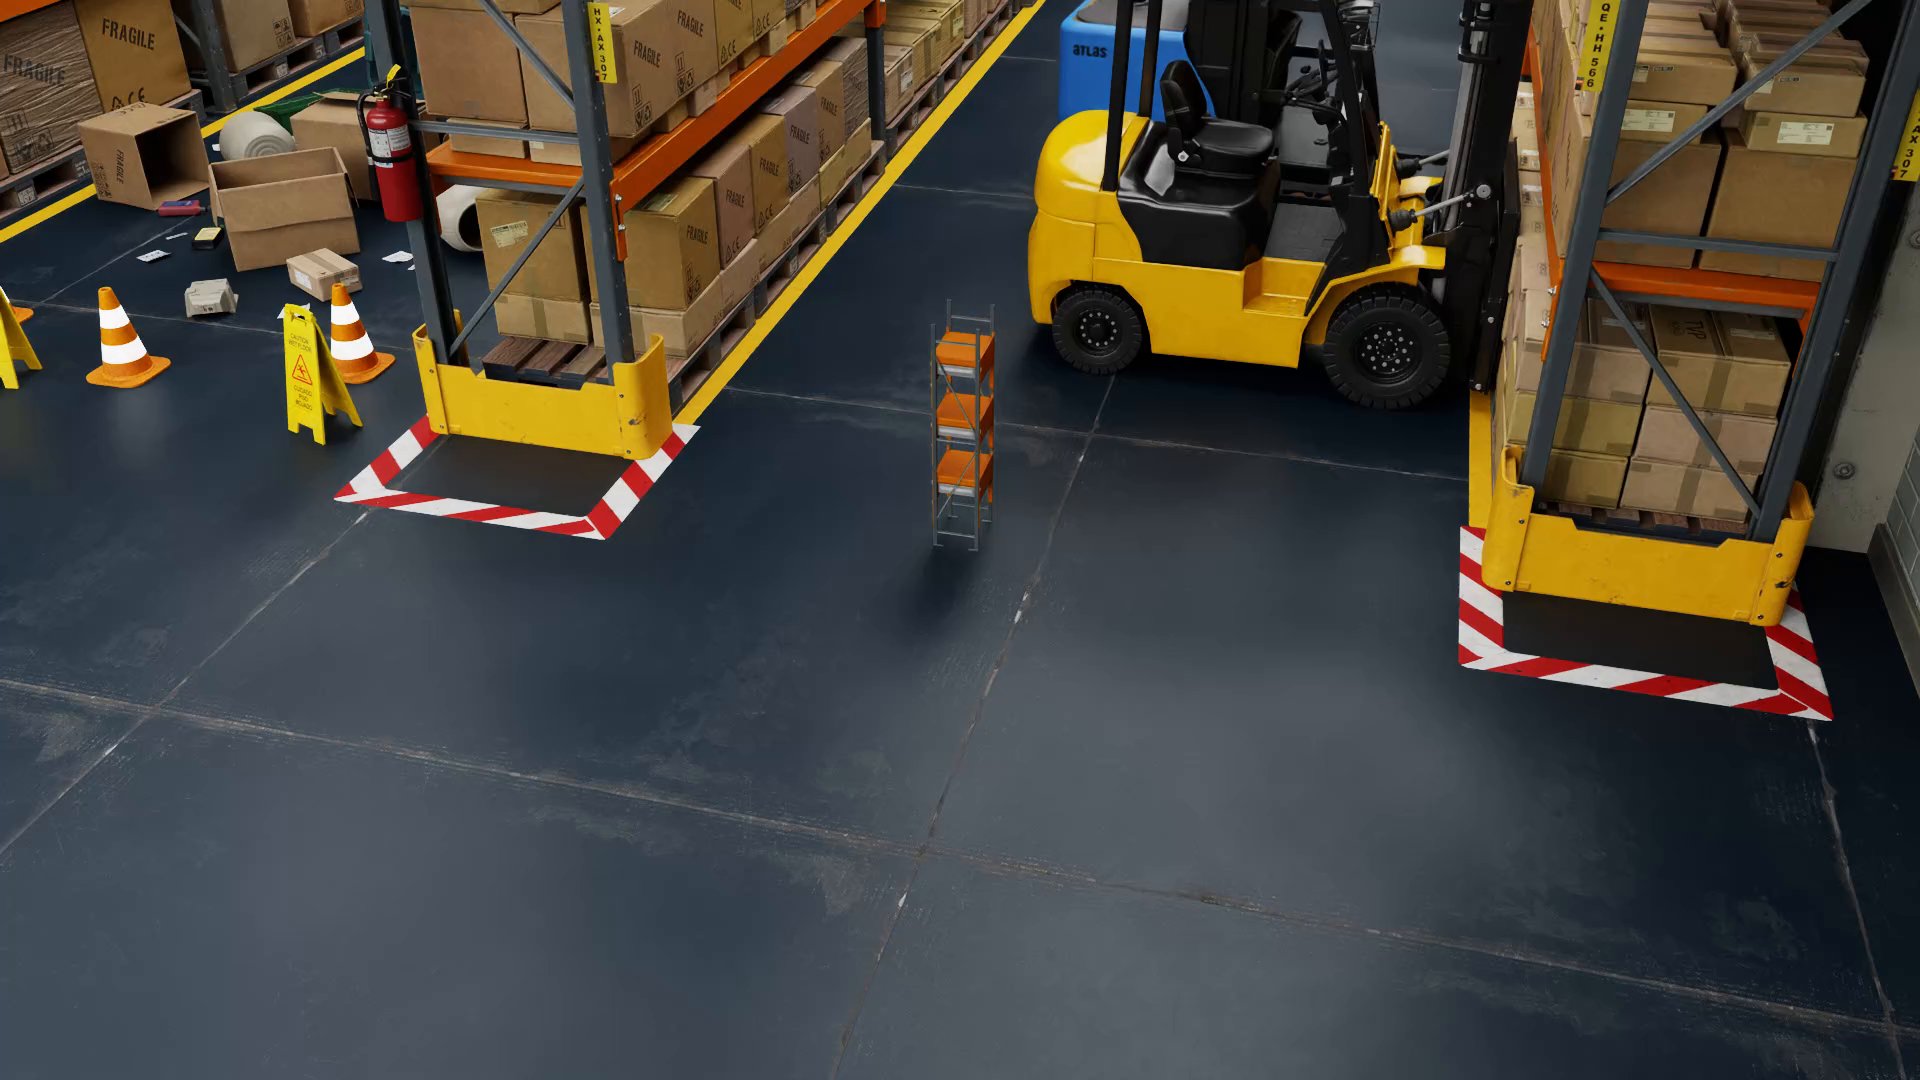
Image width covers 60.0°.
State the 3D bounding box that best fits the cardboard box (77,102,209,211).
[{"bbox_3d":[-5.208,-2.462,10.655,0.500,0.500,0.500,14,35,21],"label":"cardboard box"}]

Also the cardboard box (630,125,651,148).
[{"bbox_3d":[-1.671,-1.939,7.739,0.380,0.149,0.250,9,33,13],"label":"cardboard box"}]

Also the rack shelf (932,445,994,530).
[{"bbox_3d":[0.014,-0.227,7.167,0.215,0.259,0.240,8,33,12],"label":"rack shelf"}]

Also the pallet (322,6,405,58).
[{"bbox_3d":[-5.376,-4.330,13.865,1.003,0.211,1.213,8,33,12],"label":"pallet"}]

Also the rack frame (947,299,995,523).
[{"bbox_3d":[0.045,-0.534,7.112,0.200,1.050,0.008,8,33,12],"label":"rack frame"}]

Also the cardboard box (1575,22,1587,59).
[{"bbox_3d":[2.868,-2.159,7.153,0.380,0.149,0.250,7,33,11],"label":"cardboard box"}]

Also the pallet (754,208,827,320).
[{"bbox_3d":[-1.437,-1.675,9.687,1.003,0.211,1.213,8,33,12],"label":"pallet"}]

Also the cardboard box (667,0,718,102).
[{"bbox_3d":[-1.491,-2.409,7.873,0.500,0.500,0.500,9,34,14],"label":"cardboard box"}]

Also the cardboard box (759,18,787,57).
[{"bbox_3d":[-1.158,-2.731,8.984,0.380,0.149,0.250,8,33,13],"label":"cardboard box"}]

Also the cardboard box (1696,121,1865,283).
[{"bbox_3d":[3.188,-1.352,6.487,0.500,0.500,0.500,9,34,14],"label":"cardboard box"}]

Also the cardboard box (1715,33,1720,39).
[{"bbox_3d":[3.542,-2.339,7.436,0.380,0.149,0.250,8,33,12],"label":"cardboard box"}]

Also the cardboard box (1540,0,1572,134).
[{"bbox_3d":[3.052,-2.220,7.853,0.500,0.500,0.500,8,33,13],"label":"cardboard box"}]

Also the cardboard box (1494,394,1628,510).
[{"bbox_3d":[2.608,-0.394,7.245,0.500,0.250,0.500,8,33,13],"label":"cardboard box"}]

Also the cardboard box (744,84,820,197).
[{"bbox_3d":[-1.139,-2.300,9.545,0.500,0.500,0.500,10,34,15],"label":"cardboard box"}]

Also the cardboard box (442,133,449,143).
[{"bbox_3d":[-3.276,-2.555,11.022,0.258,0.266,0.396,-14,35,-21],"label":"cardboard box"}]

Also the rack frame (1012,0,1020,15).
[{"bbox_3d":[0.022,-5.916,13.759,1.000,3.000,0.127,8,33,12],"label":"rack frame"}]

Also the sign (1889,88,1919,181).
[{"bbox_3d":[3.329,-1.410,5.792,0.100,0.325,0.005,8,33,12],"label":"sign"}]

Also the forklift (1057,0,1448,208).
[{"bbox_3d":[2.186,-3.525,10.063,3.031,2.935,1.130,11,34,16],"label":"forklift"}]

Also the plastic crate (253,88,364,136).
[{"bbox_3d":[-4.583,-3.030,11.788,0.662,0.188,0.450,-28,32,-37],"label":"plastic crate"}]

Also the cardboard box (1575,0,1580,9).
[{"bbox_3d":[2.908,-2.422,7.289,0.380,0.149,0.250,9,33,13],"label":"cardboard box"}]

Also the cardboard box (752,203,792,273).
[{"bbox_3d":[-1.273,-1.711,9.316,0.500,0.250,0.500,10,34,16],"label":"cardboard box"}]

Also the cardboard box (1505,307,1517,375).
[{"bbox_3d":[2.753,-0.872,7.531,0.500,0.250,0.500,8,33,12],"label":"cardboard box"}]

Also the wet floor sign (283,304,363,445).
[{"bbox_3d":[-3.091,-0.818,7.935,0.267,0.644,0.232,20,38,29],"label":"wet floor sign"}]

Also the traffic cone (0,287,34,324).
[{"bbox_3d":[-5.313,-1.397,9.017,0.336,0.463,0.334,8,33,12],"label":"traffic cone"}]

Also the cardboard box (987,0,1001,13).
[{"bbox_3d":[-0.131,-4.692,13.893,0.950,0.372,0.625,6,33,9],"label":"cardboard box"}]

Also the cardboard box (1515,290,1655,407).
[{"bbox_3d":[2.609,-0.810,6.968,0.500,0.250,0.500,9,34,14],"label":"cardboard box"}]

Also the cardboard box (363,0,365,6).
[{"bbox_3d":[-5.252,-5.007,14.036,1.050,0.750,0.750,9,33,13],"label":"cardboard box"}]

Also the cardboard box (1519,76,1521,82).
[{"bbox_3d":[4.135,-3.015,11.019,0.875,0.625,0.625,8,33,12],"label":"cardboard box"}]

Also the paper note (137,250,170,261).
[{"bbox_3d":[-4.792,-1.693,9.886,0.144,0.017,0.142,20,38,29],"label":"paper note"}]

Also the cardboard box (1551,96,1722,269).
[{"bbox_3d":[2.665,-1.424,6.600,0.500,0.500,0.500,7,33,11],"label":"cardboard box"}]

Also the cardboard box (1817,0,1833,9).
[{"bbox_3d":[3.520,-2.336,7.154,0.380,0.149,0.250,7,33,11],"label":"cardboard box"}]

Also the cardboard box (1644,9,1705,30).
[{"bbox_3d":[2.754,-2.018,6.653,0.380,0.149,0.250,9,33,13],"label":"cardboard box"}]

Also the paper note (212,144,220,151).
[{"bbox_3d":[-5.101,-2.736,11.525,0.147,0.020,0.142,-14,35,-21],"label":"paper note"}]

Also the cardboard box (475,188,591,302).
[{"bbox_3d":[-2.057,-1.549,8.363,0.500,0.500,0.500,8,33,13],"label":"cardboard box"}]

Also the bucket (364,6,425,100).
[{"bbox_3d":[-3.611,-3.337,11.337,0.726,0.611,0.620,20,28,29],"label":"bucket"}]

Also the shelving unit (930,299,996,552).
[{"bbox_3d":[0.014,-0.471,7.012,0.215,1.050,0.252,8,33,12],"label":"shelving unit"}]

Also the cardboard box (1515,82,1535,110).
[{"bbox_3d":[3.383,-2.396,9.463,0.500,0.250,0.500,8,33,12],"label":"cardboard box"}]

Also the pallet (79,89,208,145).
[{"bbox_3d":[-6.075,-2.901,11.616,1.003,0.211,1.213,8,33,12],"label":"pallet"}]

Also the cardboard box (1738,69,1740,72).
[{"bbox_3d":[3.203,-1.814,6.610,0.380,0.149,0.250,7,33,12],"label":"cardboard box"}]

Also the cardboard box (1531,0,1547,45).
[{"bbox_3d":[3.444,-3.013,9.101,0.500,0.500,0.500,7,33,11],"label":"cardboard box"}]

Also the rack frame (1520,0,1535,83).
[{"bbox_3d":[3.809,-3.166,9.434,1.000,3.000,0.127,8,33,12],"label":"rack frame"}]

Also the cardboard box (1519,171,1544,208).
[{"bbox_3d":[2.988,-1.601,8.213,0.500,0.250,0.500,7,33,11],"label":"cardboard box"}]

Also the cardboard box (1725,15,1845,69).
[{"bbox_3d":[3.238,-1.947,6.542,0.380,0.149,0.250,9,33,13],"label":"cardboard box"}]

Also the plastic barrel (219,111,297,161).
[{"bbox_3d":[-4.611,-2.577,10.908,0.421,0.421,0.512,-21,38,-29],"label":"plastic barrel"}]

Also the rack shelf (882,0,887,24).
[{"bbox_3d":[-0.485,-4.574,12.320,1.077,0.370,4.000,8,33,12],"label":"rack shelf"}]

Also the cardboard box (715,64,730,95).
[{"bbox_3d":[-1.383,-2.330,8.353,0.380,0.149,0.250,9,34,14],"label":"cardboard box"}]

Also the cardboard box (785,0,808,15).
[{"bbox_3d":[-1.116,-3.205,9.125,0.500,0.500,0.500,9,34,14],"label":"cardboard box"}]

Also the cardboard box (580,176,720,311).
[{"bbox_3d":[-1.530,-1.491,8.272,0.500,0.500,0.500,7,33,11],"label":"cardboard box"}]

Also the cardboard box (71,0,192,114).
[{"bbox_3d":[-6.034,-3.425,11.431,0.875,0.875,0.875,9,33,13],"label":"cardboard box"}]

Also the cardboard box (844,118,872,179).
[{"bbox_3d":[-0.883,-2.513,10.579,0.500,0.250,0.500,10,34,15],"label":"cardboard box"}]

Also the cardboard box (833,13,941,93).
[{"bbox_3d":[-0.683,-3.554,12.103,0.950,0.372,0.625,10,34,15],"label":"cardboard box"}]

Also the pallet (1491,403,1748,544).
[{"bbox_3d":[2.948,-0.316,7.550,1.003,0.211,1.213,8,33,12],"label":"pallet"}]

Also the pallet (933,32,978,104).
[{"bbox_3d":[-0.489,-3.702,12.877,1.003,0.211,1.213,8,33,12],"label":"pallet"}]
